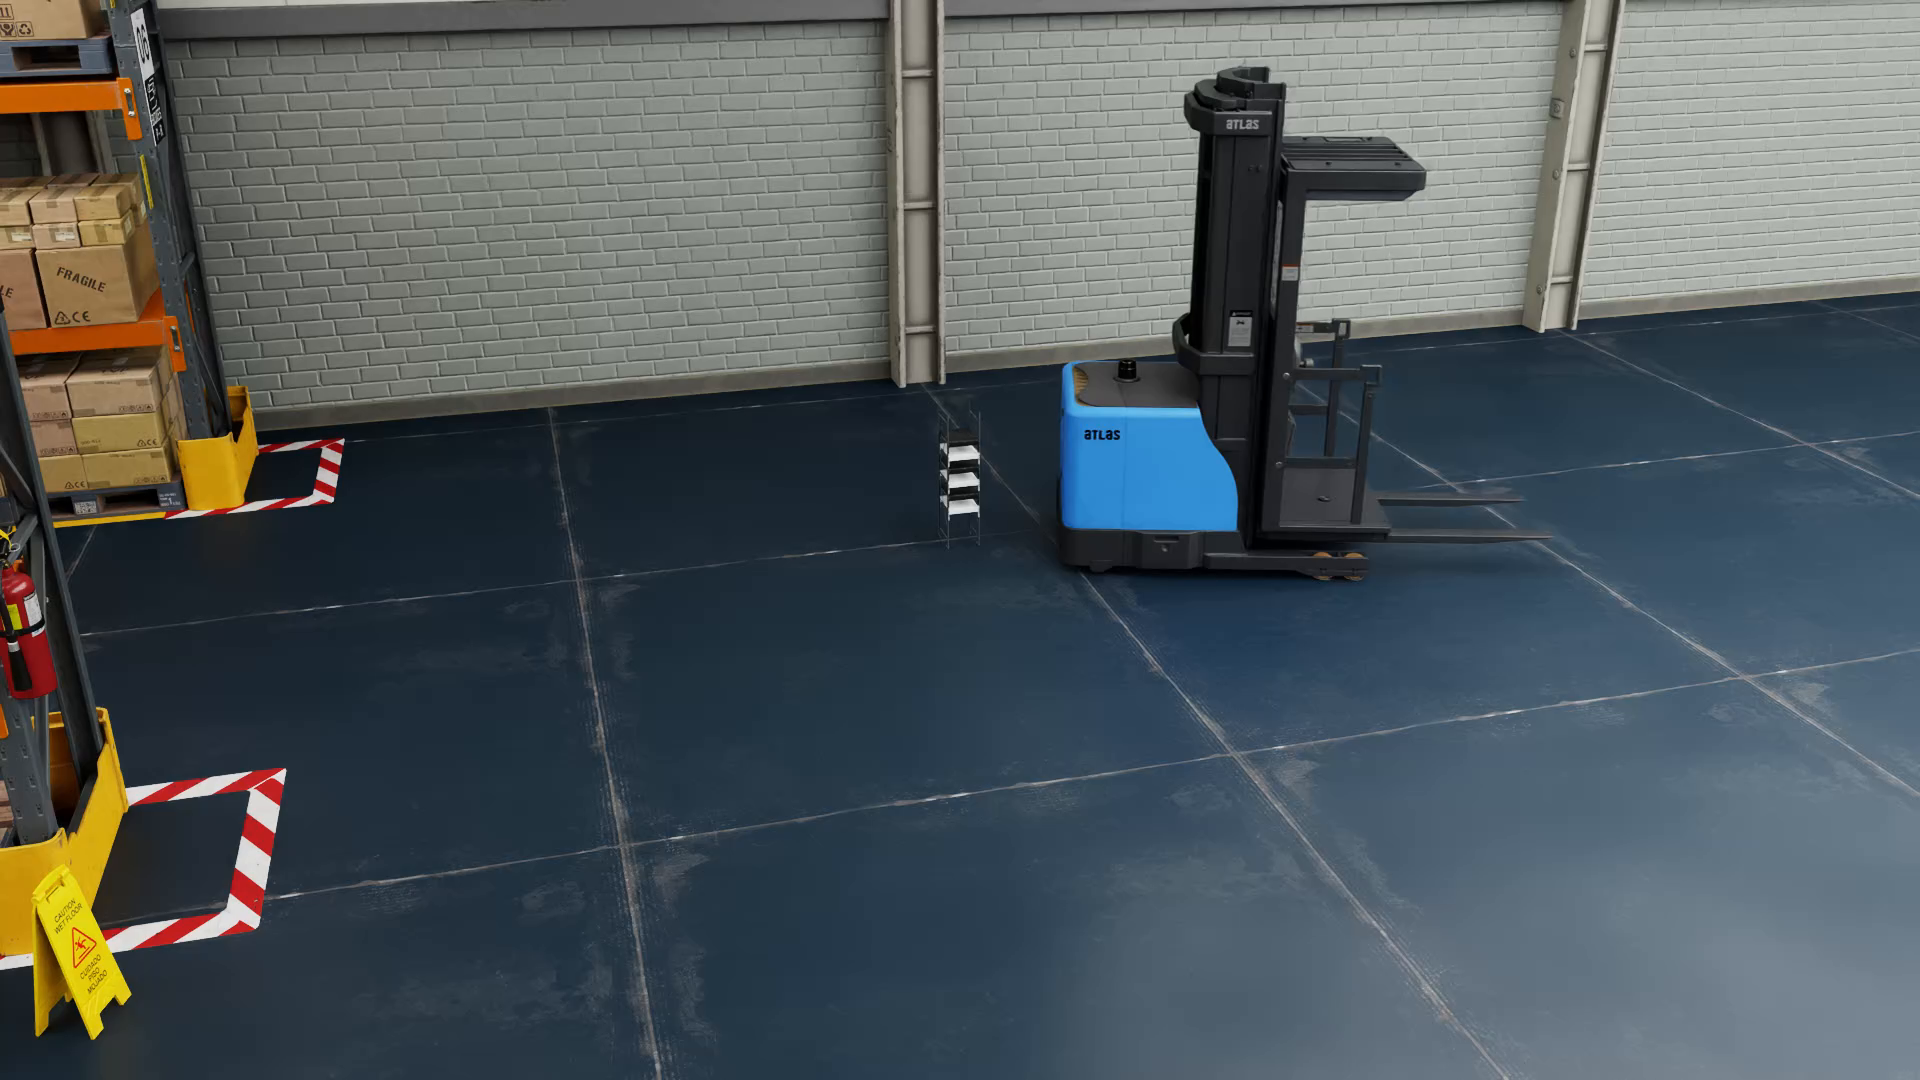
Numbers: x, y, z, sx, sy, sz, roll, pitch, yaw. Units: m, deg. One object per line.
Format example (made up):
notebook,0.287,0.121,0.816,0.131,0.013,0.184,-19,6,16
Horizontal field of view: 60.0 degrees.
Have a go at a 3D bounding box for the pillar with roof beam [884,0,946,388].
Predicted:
pillar with roof beam,0.813,-3.833,8.271,0.400,9.000,9.100,-6,24,-14

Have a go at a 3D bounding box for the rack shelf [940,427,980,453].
rack shelf,-0.008,-0.630,10.477,0.200,0.077,0.258,-6,24,-14

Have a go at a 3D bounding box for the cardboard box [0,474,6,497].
cardboard box,-6.545,-0.464,10.981,0.500,0.250,0.500,-6,24,-14

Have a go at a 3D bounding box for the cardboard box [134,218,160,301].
cardboard box,-5.765,-1.902,11.252,0.500,0.500,0.500,-6,24,-13

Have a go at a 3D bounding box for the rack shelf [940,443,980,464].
rack shelf,-0.008,-0.547,10.513,0.200,0.077,0.258,-6,24,-14

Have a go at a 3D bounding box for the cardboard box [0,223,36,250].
cardboard box,-5.975,-1.961,10.568,0.250,0.149,0.380,-6,24,-13

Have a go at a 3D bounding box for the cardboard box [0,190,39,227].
cardboard box,-5.974,-2.090,10.490,0.250,0.149,0.380,-6,24,-13

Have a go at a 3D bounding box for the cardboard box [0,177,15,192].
cardboard box,-6.347,-2.260,10.887,0.250,0.149,0.380,-6,24,-14

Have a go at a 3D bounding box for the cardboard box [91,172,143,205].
cardboard box,-5.594,-2.330,11.049,0.250,0.149,0.380,-7,24,-15

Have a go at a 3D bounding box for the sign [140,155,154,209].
sign,-5.079,-2.237,10.391,0.005,0.325,0.100,-6,24,-14

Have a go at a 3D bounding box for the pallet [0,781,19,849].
pallet,-4.733,1.443,7.119,1.213,0.211,1.003,-6,24,-14

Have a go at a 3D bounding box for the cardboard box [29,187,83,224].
cardboard box,-5.730,-2.128,10.579,0.250,0.149,0.380,-6,24,-14

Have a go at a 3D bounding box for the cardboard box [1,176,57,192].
cardboard box,-6.105,-2.281,10.935,0.250,0.149,0.380,-6,24,-13

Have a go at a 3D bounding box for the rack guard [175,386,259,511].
rack guard,-5.190,-0.657,11.648,0.348,0.500,1.175,-6,24,-14

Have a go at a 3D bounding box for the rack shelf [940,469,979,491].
rack shelf,-0.008,-0.382,10.584,0.200,0.077,0.258,-6,24,-14

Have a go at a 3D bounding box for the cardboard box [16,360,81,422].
cardboard box,-6.062,-0.968,10.889,0.500,0.250,0.500,-6,24,-13

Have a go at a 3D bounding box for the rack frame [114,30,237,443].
rack frame,-5.213,-1.804,11.149,0.127,3.000,1.000,-6,24,-14

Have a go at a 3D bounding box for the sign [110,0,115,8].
sign,-5.079,-3.345,9.915,0.005,0.325,0.100,-6,24,-14

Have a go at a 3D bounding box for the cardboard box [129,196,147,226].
cardboard box,-5.609,-2.210,11.147,0.250,0.149,0.380,-7,24,-16

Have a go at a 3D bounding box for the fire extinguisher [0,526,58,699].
fire extinguisher,-3.634,0.279,6.394,0.183,0.674,0.296,-6,24,-14

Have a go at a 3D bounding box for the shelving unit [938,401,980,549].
shelving unit,-0.008,-0.413,10.571,0.210,0.900,0.258,-6,24,-14

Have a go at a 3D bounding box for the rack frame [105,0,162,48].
rack frame,-5.213,-4.560,9.966,0.127,3.000,1.000,-6,24,-14

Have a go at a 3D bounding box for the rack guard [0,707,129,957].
rack guard,-3.941,1.237,7.232,0.348,0.500,1.175,-6,24,-14

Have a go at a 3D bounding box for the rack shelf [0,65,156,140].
rack shelf,-7.138,-2.638,10.203,4.000,0.370,1.077,-6,24,-14

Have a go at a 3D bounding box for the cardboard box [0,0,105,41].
cardboard box,-5.573,-3.327,10.110,0.500,0.500,0.500,-6,24,-13

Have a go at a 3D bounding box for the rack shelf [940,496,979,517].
rack shelf,-0.008,-0.217,10.655,0.200,0.077,0.258,-6,24,-14

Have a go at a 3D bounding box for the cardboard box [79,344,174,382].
cardboard box,-5.727,-1.213,11.460,0.500,0.250,0.500,-7,24,-15

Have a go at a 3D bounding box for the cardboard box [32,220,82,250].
cardboard box,-5.709,-1.966,10.578,0.250,0.149,0.380,-6,24,-14

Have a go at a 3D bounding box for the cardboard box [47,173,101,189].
cardboard box,-5.867,-2.325,11.038,0.250,0.149,0.380,-5,24,-13

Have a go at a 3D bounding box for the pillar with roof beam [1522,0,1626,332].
pillar with roof beam,6.590,-4.472,9.761,0.400,9.000,9.100,-6,24,-14

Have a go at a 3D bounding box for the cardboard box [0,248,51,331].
cardboard box,-6.118,-1.646,10.654,0.500,0.500,0.500,-6,24,-13

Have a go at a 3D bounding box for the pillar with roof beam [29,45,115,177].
pillar with roof beam,-4.964,-3.194,6.782,0.400,9.000,9.100,-6,24,-14

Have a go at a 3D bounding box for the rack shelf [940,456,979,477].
rack shelf,-0.008,-0.465,10.548,0.200,0.077,0.258,-6,24,-14

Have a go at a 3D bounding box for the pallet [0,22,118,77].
pallet,-5.900,-3.076,10.423,1.213,0.211,1.003,-6,24,-14

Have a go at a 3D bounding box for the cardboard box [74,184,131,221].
cardboard box,-5.501,-2.166,10.668,0.250,0.149,0.380,-6,24,-14

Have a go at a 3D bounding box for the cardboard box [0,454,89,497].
cardboard box,-6.061,-0.514,11.097,0.500,0.250,0.500,-6,24,-14

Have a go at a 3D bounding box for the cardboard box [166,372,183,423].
cardboard box,-5.721,-0.991,11.577,0.500,0.250,0.500,-6,24,-13

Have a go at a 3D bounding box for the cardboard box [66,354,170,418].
cardboard box,-5.572,-1.025,11.021,0.500,0.250,0.500,-5,24,-13

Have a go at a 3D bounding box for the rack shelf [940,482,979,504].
rack shelf,-0.008,-0.299,10.619,0.200,0.077,0.258,-6,24,-14

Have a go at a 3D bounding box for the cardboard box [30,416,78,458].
cardboard box,-6.083,-0.743,10.998,0.500,0.250,0.500,-7,24,-15

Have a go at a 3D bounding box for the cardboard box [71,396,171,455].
cardboard box,-5.597,-0.792,11.113,0.500,0.250,0.500,-7,24,-15

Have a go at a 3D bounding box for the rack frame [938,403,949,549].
rack frame,-0.106,-0.402,10.545,0.006,0.900,0.240,-6,24,-14

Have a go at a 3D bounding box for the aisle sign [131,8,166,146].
aisle sign,-5.070,-2.894,10.393,0.004,0.787,0.394,-6,24,-14

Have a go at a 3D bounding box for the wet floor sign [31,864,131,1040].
wet floor sign,-3.396,1.548,6.323,0.232,0.644,0.267,2,23,4

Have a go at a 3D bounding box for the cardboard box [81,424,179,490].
cardboard box,-5.580,-0.563,11.212,0.500,0.250,0.500,-6,24,-14

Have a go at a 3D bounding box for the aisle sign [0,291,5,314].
aisle sign,-3.892,-1.238,6.535,0.004,0.787,0.394,-6,24,-14

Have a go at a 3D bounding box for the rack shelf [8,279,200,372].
rack shelf,-7.138,-1.260,10.795,4.000,0.370,1.077,-6,24,-14

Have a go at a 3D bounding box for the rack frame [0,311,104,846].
rack frame,-3.868,0.081,6.758,0.127,3.000,1.000,-6,24,-14

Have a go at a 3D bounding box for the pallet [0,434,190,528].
pallet,-5.938,-0.425,11.472,1.213,0.211,1.003,-6,24,-14

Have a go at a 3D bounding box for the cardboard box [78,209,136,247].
cardboard box,-5.471,-2.004,10.668,0.250,0.149,0.380,-6,24,-14

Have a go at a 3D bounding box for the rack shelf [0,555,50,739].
rack shelf,-5.794,0.624,6.404,4.000,0.370,1.077,-6,24,-14

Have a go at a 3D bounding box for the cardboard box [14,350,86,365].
cardboard box,-6.207,-1.158,11.332,0.500,0.250,0.500,-6,24,-14

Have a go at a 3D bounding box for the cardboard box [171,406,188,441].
cardboard box,-5.738,-0.755,11.660,0.500,0.250,0.500,-6,24,-14

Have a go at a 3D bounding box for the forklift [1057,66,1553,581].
forklift,2.145,-1.312,10.091,3.031,2.935,1.130,1,23,2

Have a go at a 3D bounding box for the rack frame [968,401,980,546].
rack frame,0.090,-0.424,10.596,0.006,0.900,0.240,-6,24,-14

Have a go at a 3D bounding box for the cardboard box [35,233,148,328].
cardboard box,-5.616,-1.697,10.775,0.500,0.500,0.500,-7,24,-16
